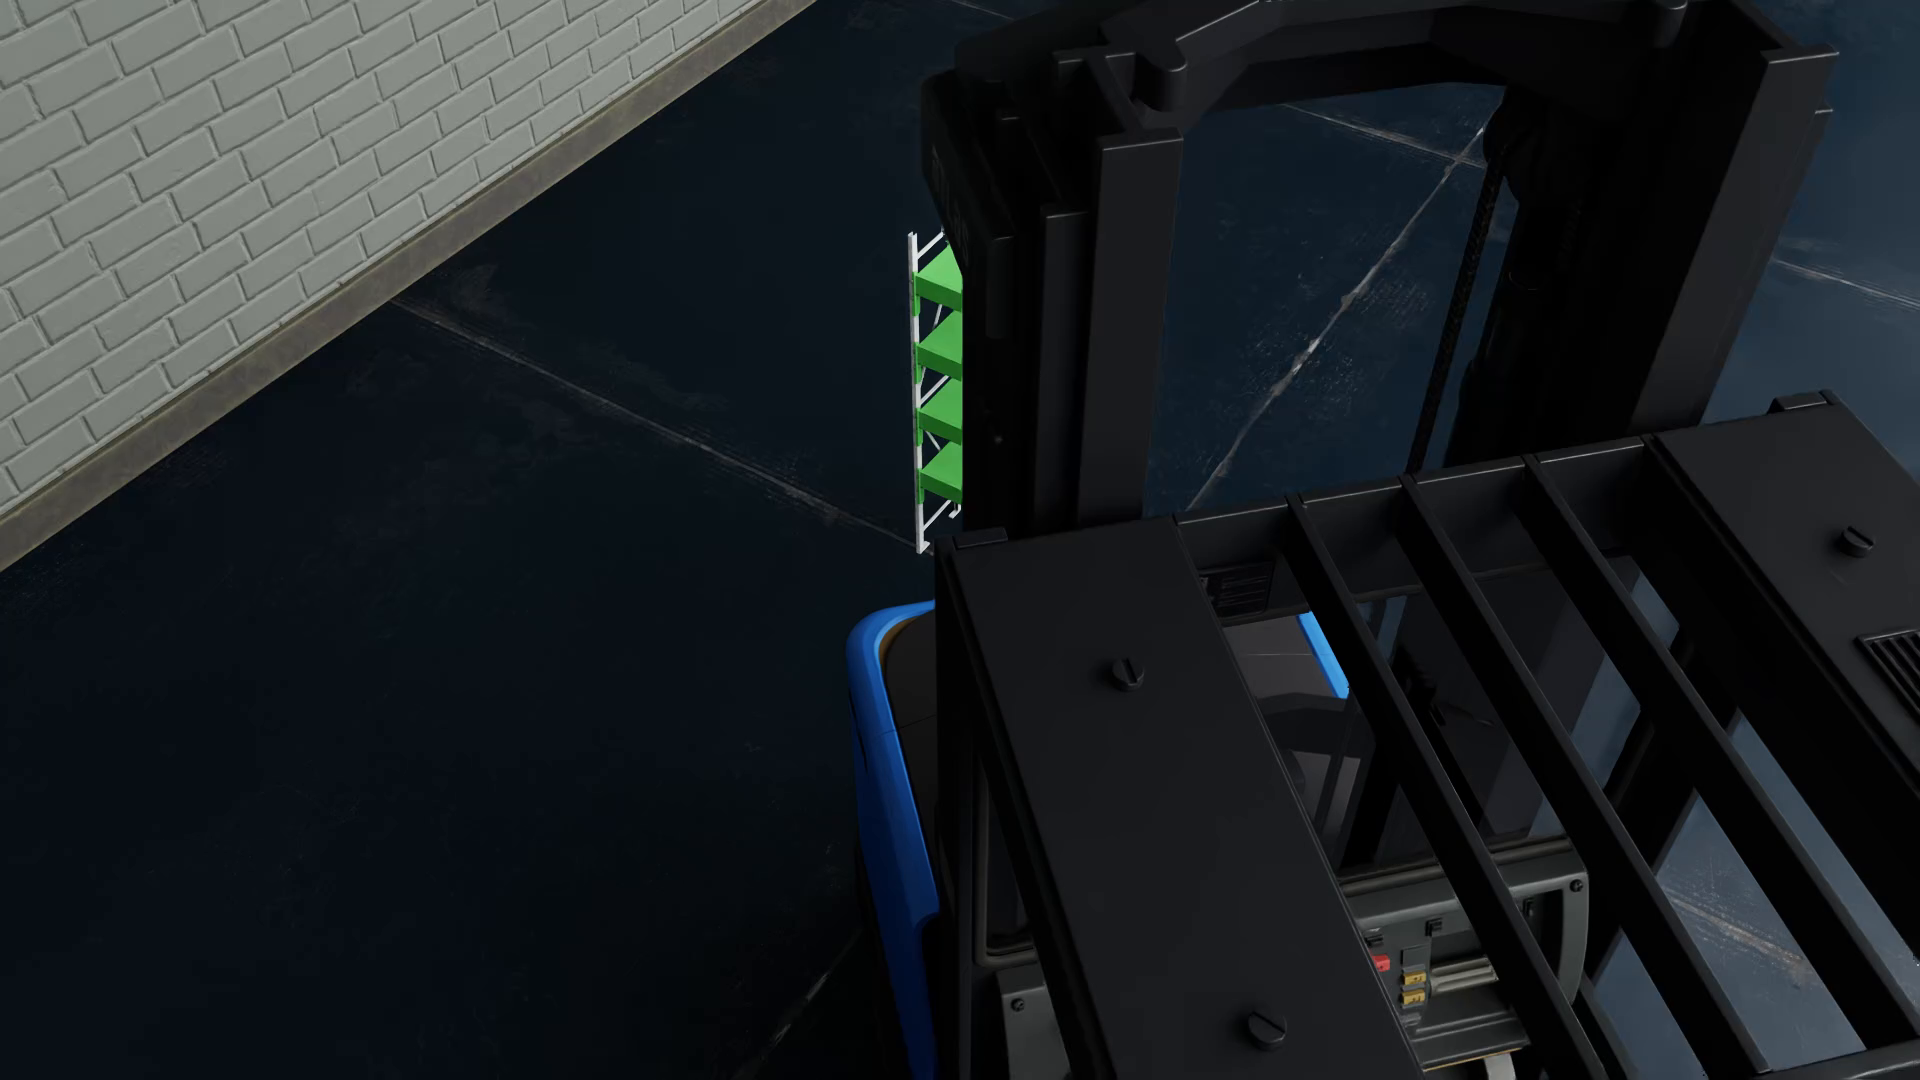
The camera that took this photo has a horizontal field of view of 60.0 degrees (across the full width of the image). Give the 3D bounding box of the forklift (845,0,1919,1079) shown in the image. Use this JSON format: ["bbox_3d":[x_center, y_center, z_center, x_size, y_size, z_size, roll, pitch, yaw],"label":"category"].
[{"bbox_3d":[0.569,0.839,2.391,1.130,2.935,3.031,-9,47,-9],"label":"forklift"}]

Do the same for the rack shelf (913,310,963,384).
[{"bbox_3d":[0.139,-0.477,4.631,0.480,0.148,0.258,25,51,22],"label":"rack shelf"}]

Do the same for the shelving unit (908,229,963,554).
[{"bbox_3d":[0.139,-0.354,4.757,0.503,1.200,0.258,25,51,22],"label":"shelving unit"}]

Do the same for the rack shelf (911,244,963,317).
[{"bbox_3d":[0.139,-0.644,4.459,0.480,0.148,0.258,25,51,22],"label":"rack shelf"}]

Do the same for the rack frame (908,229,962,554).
[{"bbox_3d":[-0.066,-0.449,4.849,0.015,1.200,0.240,25,51,22],"label":"rack frame"}]

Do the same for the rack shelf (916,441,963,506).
[{"bbox_3d":[0.139,-0.142,4.975,0.480,0.148,0.258,25,51,22],"label":"rack shelf"}]

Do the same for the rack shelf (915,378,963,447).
[{"bbox_3d":[0.139,-0.310,4.803,0.480,0.148,0.258,25,51,22],"label":"rack shelf"}]
